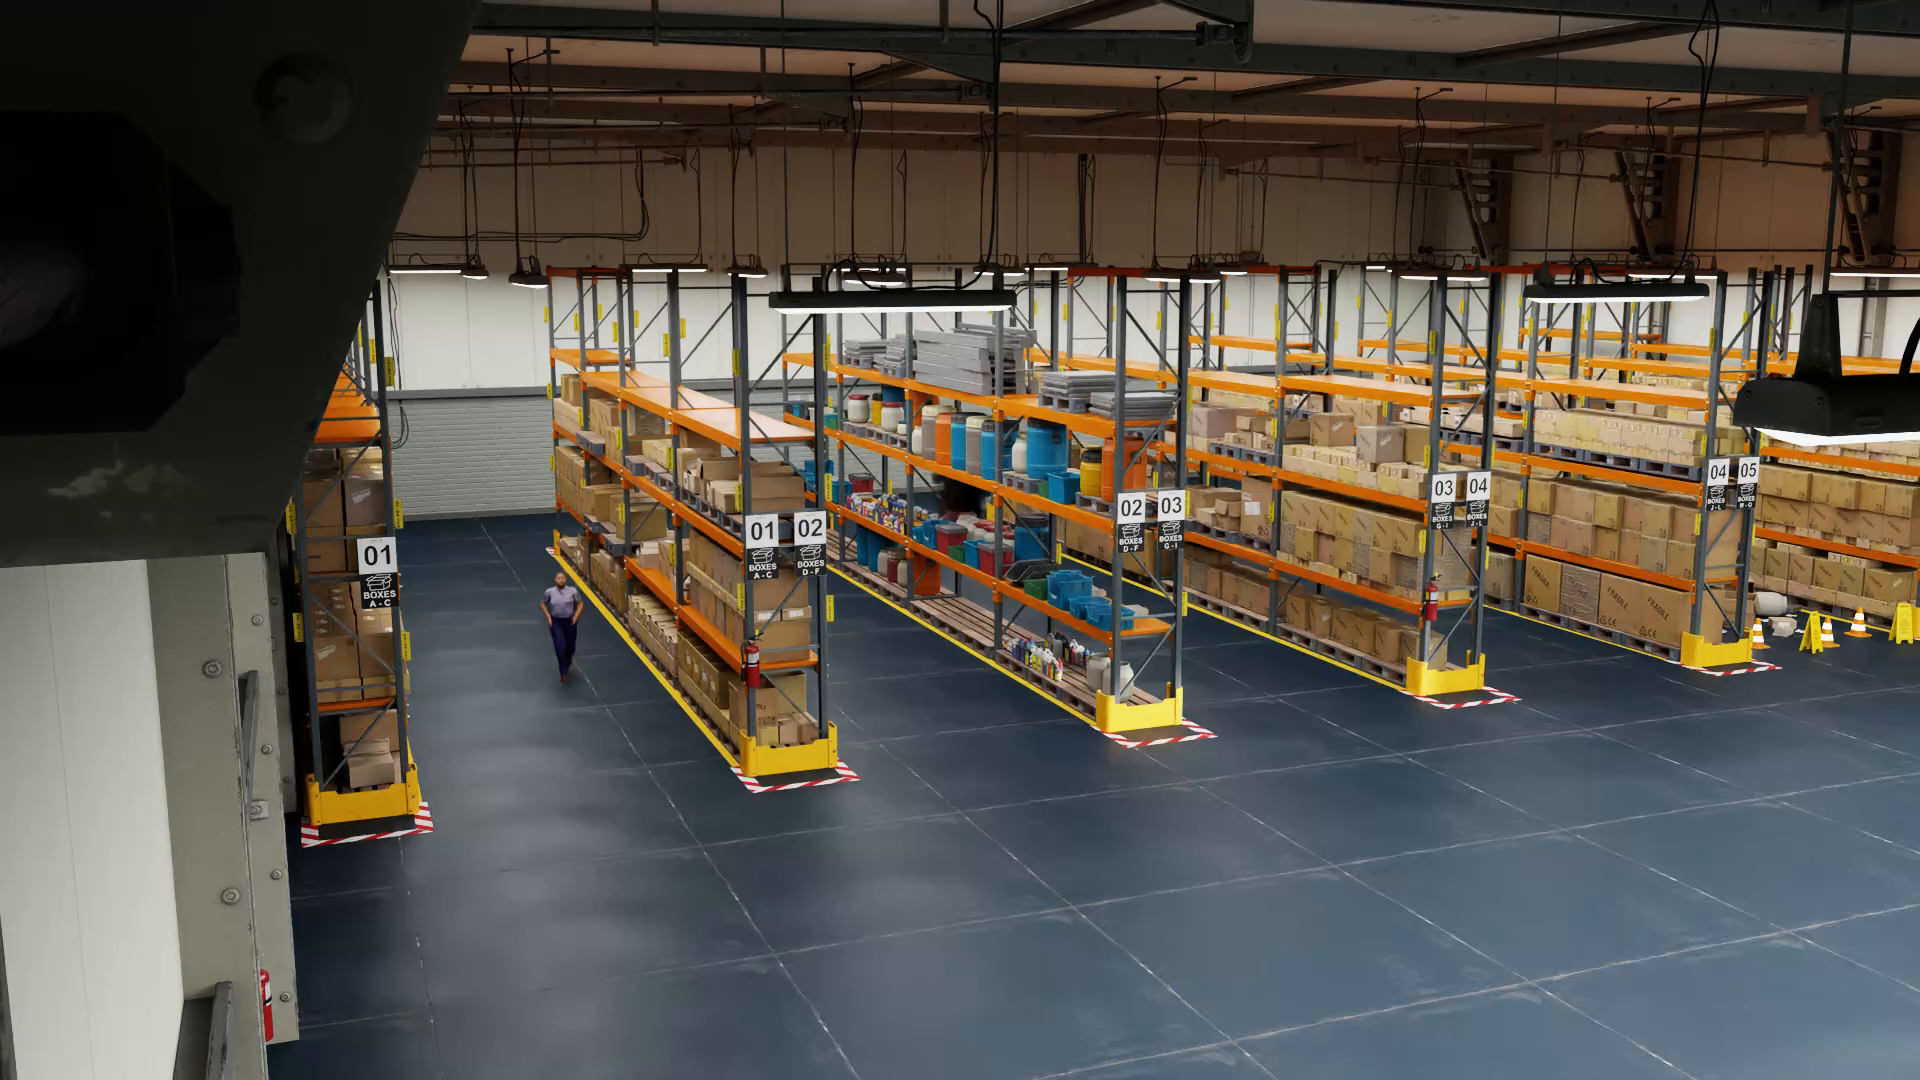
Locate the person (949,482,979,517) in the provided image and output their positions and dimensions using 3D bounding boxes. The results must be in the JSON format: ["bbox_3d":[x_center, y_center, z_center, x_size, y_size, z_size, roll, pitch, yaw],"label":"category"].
[{"bbox_3d":[0.087,-1.361,39.806,0.720,1.639,0.575,0,10,-2],"label":"person"}]

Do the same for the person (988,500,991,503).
[{"bbox_3d":[0.991,-1.428,40.132,0.643,1.684,0.645,1,10,4],"label":"person"}]

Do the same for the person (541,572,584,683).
[{"bbox_3d":[-5.918,1.264,24.791,0.622,1.615,0.668,-3,10,-19],"label":"person"}]
